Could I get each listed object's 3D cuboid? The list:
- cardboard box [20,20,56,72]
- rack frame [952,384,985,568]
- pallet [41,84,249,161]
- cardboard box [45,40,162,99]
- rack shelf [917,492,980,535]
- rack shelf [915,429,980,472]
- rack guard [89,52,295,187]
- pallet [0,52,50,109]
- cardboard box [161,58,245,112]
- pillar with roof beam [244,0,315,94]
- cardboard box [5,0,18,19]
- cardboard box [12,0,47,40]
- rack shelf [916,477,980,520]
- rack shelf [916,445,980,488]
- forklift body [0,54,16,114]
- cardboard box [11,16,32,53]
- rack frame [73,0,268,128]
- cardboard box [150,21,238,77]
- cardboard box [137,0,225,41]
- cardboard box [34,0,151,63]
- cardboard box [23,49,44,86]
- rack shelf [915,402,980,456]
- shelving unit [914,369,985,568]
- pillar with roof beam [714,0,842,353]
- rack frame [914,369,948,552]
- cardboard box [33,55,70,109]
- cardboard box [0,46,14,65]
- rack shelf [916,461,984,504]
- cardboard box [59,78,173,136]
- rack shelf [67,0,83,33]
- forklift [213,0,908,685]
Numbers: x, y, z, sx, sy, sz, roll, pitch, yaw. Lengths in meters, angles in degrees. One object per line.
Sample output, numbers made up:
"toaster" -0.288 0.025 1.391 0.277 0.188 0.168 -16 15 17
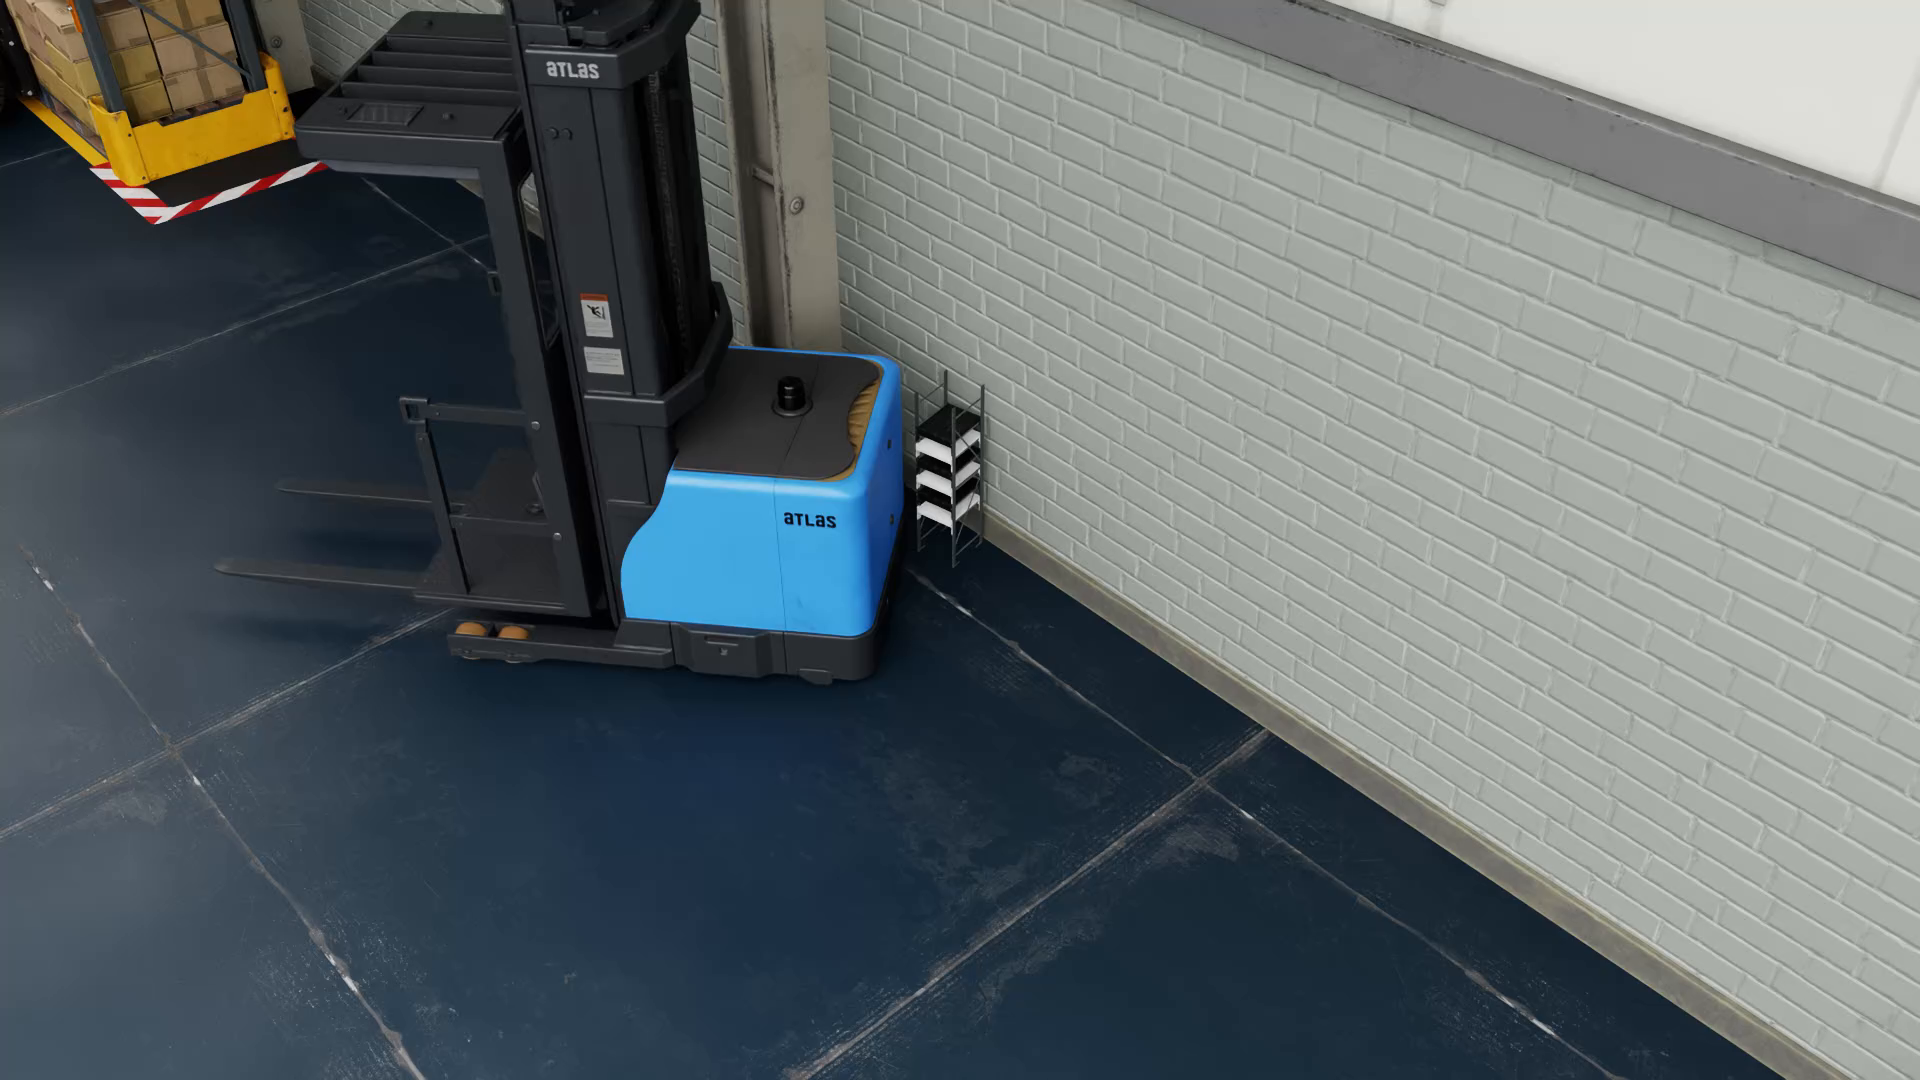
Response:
"cardboard box" -5.969 -3.402 11.239 0.500 0.250 0.500 -30 48 -32
"rack frame" 0.036 -0.281 7.589 0.006 0.900 0.240 24 45 27
"pallet" -5.626 -3.036 11.549 1.003 0.211 1.213 -30 48 -32
"cardboard box" -5.638 -3.166 10.946 0.500 0.250 0.500 -31 48 -32
"rack shelf" -0.046 -0.152 7.769 0.200 0.077 0.258 24 45 27
"rack shelf" -0.046 -0.432 7.543 0.200 0.077 0.258 24 45 27
"rack guard" -5.062 -2.801 11.029 1.175 0.500 0.348 -30 48 -32
"pallet" -6.447 -3.601 12.248 1.003 0.211 1.213 -30 48 -32
"cardboard box" -5.266 -3.189 11.373 0.500 0.250 0.500 -30 48 -32
"pillar with roof beam" -8.056 -4.995 6.980 9.100 9.000 0.400 -30 48 -32
"cardboard box" -6.318 -3.811 11.348 0.500 0.250 0.500 -29 47 -31
"cardboard box" -5.969 -3.582 11.064 0.500 0.250 0.500 -29 47 -31
"rack shelf" -0.046 -0.222 7.713 0.200 0.077 0.258 24 45 27
"rack shelf" -0.046 -0.362 7.600 0.200 0.077 0.258 24 45 27
"forklift body" -7.704 -3.557 10.650 2.313 2.155 1.214 -30 48 -32
"cardboard box" -6.333 -3.632 11.524 0.500 0.250 0.500 -31 48 -33
"rack frame" -5.078 -3.785 10.257 1.000 3.000 0.127 -30 48 -32
"cardboard box" -5.243 -3.379 11.211 0.500 0.250 0.500 -29 47 -31
"cardboard box" -5.264 -3.571 11.050 0.500 0.250 0.500 -31 48 -32
"cardboard box" -5.619 -3.348 10.775 0.500 0.250 0.500 -28 47 -30
"cardboard box" -6.290 -3.431 11.673 0.500 0.250 0.500 -29 47 -31
"rack shelf" -0.046 -0.502 7.487 0.200 0.077 0.258 24 45 27
"shelving unit" -0.046 -0.318 7.635 0.210 0.900 0.258 24 45 27
"pillar with roof beam" -3.998 -2.218 3.542 9.100 9.000 0.400 -30 48 -32
"rack frame" -0.129 -0.355 7.681 0.006 0.900 0.240 24 45 27
"cardboard box" -5.958 -3.196 11.382 0.500 0.250 0.500 -30 48 -32
"cardboard box" -6.657 -3.662 11.959 0.500 0.250 0.500 -28 47 -30
"rack shelf" -0.046 -0.292 7.656 0.200 0.077 0.258 24 45 27
"cardboard box" -5.629 -2.962 11.092 0.500 0.250 0.500 -30 47 -31
"rack shelf" -6.431 -4.431 11.629 1.077 0.370 4.000 -30 48 -32
"forklift" -1.802 -0.924 6.769 3.031 2.935 1.130 5 39 6
